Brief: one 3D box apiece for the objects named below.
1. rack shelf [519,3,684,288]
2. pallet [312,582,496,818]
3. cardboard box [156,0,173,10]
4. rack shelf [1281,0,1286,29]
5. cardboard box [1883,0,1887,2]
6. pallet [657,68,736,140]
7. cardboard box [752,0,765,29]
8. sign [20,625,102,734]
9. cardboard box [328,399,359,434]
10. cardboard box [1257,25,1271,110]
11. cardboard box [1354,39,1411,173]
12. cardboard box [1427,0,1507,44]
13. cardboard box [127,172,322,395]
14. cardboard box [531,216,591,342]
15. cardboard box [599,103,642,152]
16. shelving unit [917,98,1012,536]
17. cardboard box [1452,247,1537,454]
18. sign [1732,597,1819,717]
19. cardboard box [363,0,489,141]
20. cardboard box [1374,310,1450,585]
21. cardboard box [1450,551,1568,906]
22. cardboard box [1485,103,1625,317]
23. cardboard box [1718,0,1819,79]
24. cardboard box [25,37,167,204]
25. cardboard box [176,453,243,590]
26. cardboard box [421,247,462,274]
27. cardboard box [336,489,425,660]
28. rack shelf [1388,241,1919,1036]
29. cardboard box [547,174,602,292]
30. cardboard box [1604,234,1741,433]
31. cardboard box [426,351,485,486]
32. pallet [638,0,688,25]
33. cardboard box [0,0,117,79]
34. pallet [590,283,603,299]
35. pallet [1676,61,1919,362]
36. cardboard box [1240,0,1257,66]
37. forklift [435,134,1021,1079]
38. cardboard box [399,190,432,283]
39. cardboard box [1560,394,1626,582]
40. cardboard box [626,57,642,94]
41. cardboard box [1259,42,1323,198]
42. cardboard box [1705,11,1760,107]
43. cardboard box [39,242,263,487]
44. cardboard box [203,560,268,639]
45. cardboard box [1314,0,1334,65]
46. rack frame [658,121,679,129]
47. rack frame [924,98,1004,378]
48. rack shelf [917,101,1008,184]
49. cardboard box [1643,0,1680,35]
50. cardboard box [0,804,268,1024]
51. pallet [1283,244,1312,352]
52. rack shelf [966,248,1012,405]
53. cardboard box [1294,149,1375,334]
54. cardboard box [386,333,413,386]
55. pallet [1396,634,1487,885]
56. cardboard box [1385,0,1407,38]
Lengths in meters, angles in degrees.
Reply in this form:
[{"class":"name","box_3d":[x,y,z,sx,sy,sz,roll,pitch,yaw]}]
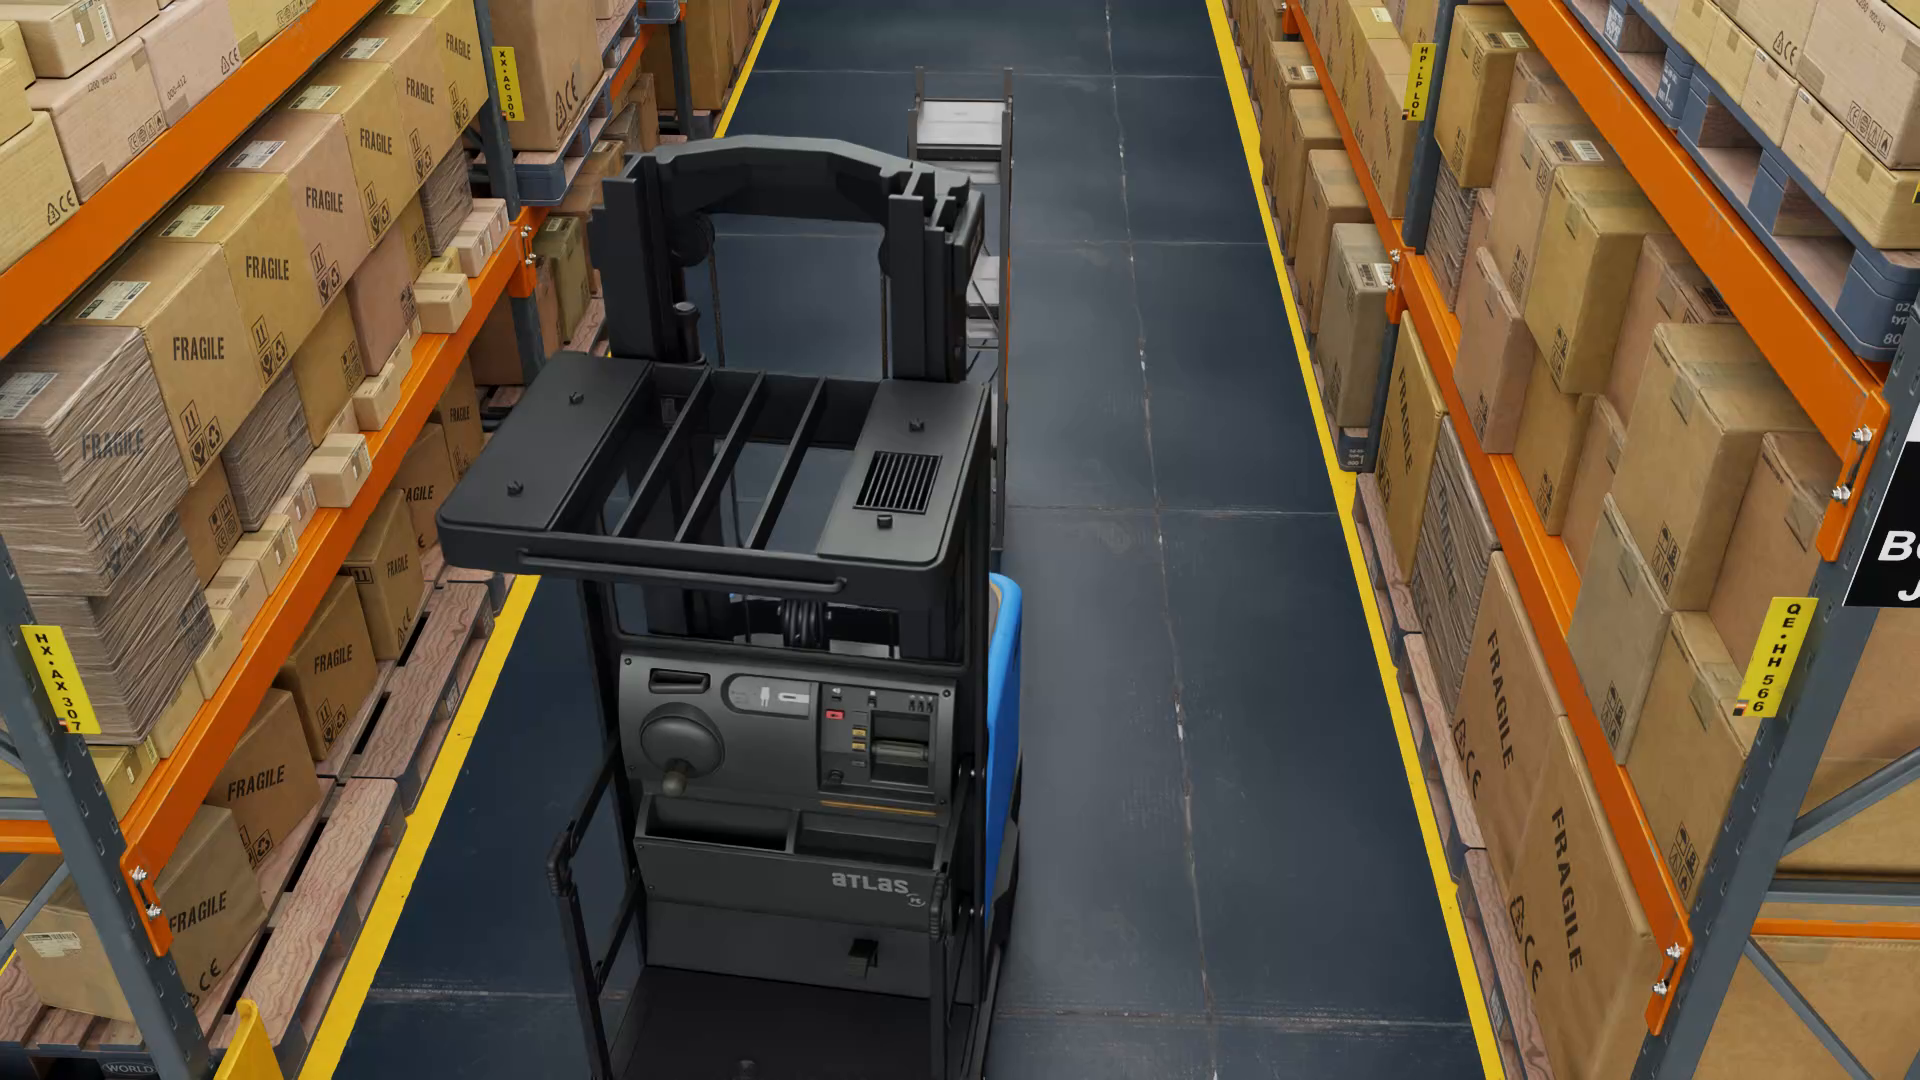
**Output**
[{"class":"rack shelf","box_3d":[-2.420,-2.480,9.295,1.077,0.370,4.000,1,35,2]},{"class":"pallet","box_3d":[-2.538,0.605,6.705,1.003,0.211,1.213,1,35,2]},{"class":"cardboard box","box_3d":[-2.333,-1.555,4.529,0.380,0.149,0.250,0,35,0]},{"class":"rack shelf","box_3d":[2.692,-4.605,12.320,1.077,0.370,4.000,1,35,2]},{"class":"cardboard box","box_3d":[1.977,-1.162,3.260,0.380,0.149,0.250,1,35,2]},{"class":"pallet","box_3d":[-2.233,-3.234,12.167,1.003,0.211,1.213,1,35,2]},{"class":"cardboard box","box_3d":[-2.207,-6.295,15.047,1.225,1.489,5.750,0,35,0]},{"class":"sign","box_3d":[-2.119,0.331,3.917,0.100,0.325,0.005,1,35,2]},{"class":"cardboard box","box_3d":[-2.377,-0.389,5.913,0.380,0.149,0.250,1,35,2]},{"class":"cardboard box","box_3d":[2.377,-3.284,11.622,0.500,0.500,0.500,1,35,2]},{"class":"cardboard box","box_3d":[2.226,-2.090,8.028,0.500,0.500,0.500,1,35,1]},{"class":"cardboard box","box_3d":[2.465,-2.188,7.298,0.700,0.500,0.500,1,35,1]},{"class":"cardboard box","box_3d":[-2.321,-0.783,5.040,0.500,0.500,0.500,1,35,2]},{"class":"cardboard box","box_3d":[-2.416,-1.408,8.936,0.700,0.500,0.500,1,35,2]},{"class":"cardboard box","box_3d":[-2.356,-2.376,10.314,0.700,0.500,0.500,-1,35,-2]},{"class":"shelving unit","box_3d":[5.825,-2.156,6.256,12.070,5.092,0.667,1,35,2]},{"class":"cardboard box","box_3d":[2.310,-0.677,5.975,0.875,0.550,0.550,1,35,2]},{"class":"sign","box_3d":[1.749,0.255,3.566,0.100,0.325,0.005,1,35,2]},{"class":"cardboard box","box_3d":[-2.244,-1.932,6.675,0.500,0.500,0.500,1,35,2]},{"class":"cardboard box","box_3d":[2.356,-0.395,7.186,0.875,0.875,0.875,2,35,3]},{"class":"cardboard box","box_3d":[2.285,0.646,5.704,0.875,0.875,0.875,1,35,1]},{"class":"cardboard box","box_3d":[2.337,-1.119,5.663,0.875,0.550,0.550,1,35,2]},{"class":"cardboard box","box_3d":[2.052,-1.230,3.702,0.500,0.250,0.500,1,35,2]},{"class":"cardboard box","box_3d":[-2.369,-1.060,4.171,0.500,0.250,0.500,1,35,1]},{"class":"cardboard box","box_3d":[-2.711,-0.095,4.931,0.875,0.500,0.500,1,35,2]},{"class":"cardboard box","box_3d":[-2.305,-1.106,6.934,0.380,0.149,0.250,1,35,2]},{"class":"cardboard box","box_3d":[-2.518,0.142,6.747,0.500,0.500,0.500,-2,35,-2]},{"class":"rack shelf","box_3d":[2.371,-0.009,5.780,1.077,0.370,4.000,1,35,2]},{"class":"cardboard box","box_3d":[-2.394,-1.730,9.394,0.730,0.500,0.544,1,35,1]},{"class":"cardboard box","box_3d":[2.432,-0.506,4.792,0.875,0.550,0.550,1,35,2]},{"class":"cardboard box","box_3d":[-2.557,-0.545,7.726,0.500,0.500,0.500,0,35,0]},{"class":"pallet","box_3d":[-2.262,-3.433,10.193,1.213,0.211,1.003,1,35,2]},{"class":"cardboard box","box_3d":[-2.343,-1.258,4.107,0.380,0.149,0.250,3,35,4]},{"class":"pallet","box_3d":[-2.425,-1.634,9.892,1.003,0.211,1.213,1,35,2]},{"class":"pallet","box_3d":[2.310,-0.772,3.708,1.003,0.211,1.213,1,35,2]},{"class":"cardboard box","box_3d":[2.407,-3.886,12.480,0.500,0.500,0.500,0,35,0]},{"class":"forklift","box_3d":[-0.509,0.591,4.359,1.121,2.935,3.031,5,35,7]},{"class":"cardboard box","box_3d":[-2.636,-1.244,6.566,0.875,0.500,0.500,1,35,2]},{"class":"cardboard box","box_3d":[2.409,-0.065,5.104,0.875,0.550,0.550,1,35,2]},{"class":"cardboard box","box_3d":[-2.337,-3.002,10.551,0.500,0.250,0.500,3,35,4]},{"class":"cardboard box","box_3d":[2.498,-2.654,10.509,1.050,0.750,0.750,1,35,1]},{"class":"cardboard box","box_3d":[1.997,-1.128,3.904,0.380,0.149,0.250,2,35,2]},{"class":"cardboard box","box_3d":[-2.340,-0.495,4.631,0.500,0.500,0.500,1,35,2]},{"class":"cardboard box","box_3d":[-2.368,0.187,5.094,0.380,0.149,0.250,1,35,2]},{"class":"cardboard box","box_3d":[2.286,-2.958,9.263,0.500,0.500,0.500,1,35,2]},{"class":"rack frame","box_3d":[-2.337,-3.923,10.723,0.949,2.616,0.053,1,35,2]},{"class":"rack frame","box_3d":[0.018,-1.094,7.481,0.380,1.831,0.006,1,35,2]},{"class":"rack shelf","box_3d":[0.007,-1.628,6.808,0.368,0.174,0.457,1,35,2]},{"class":"cardboard box","box_3d":[2.017,-1.420,4.320,0.380,0.149,0.250,2,35,2]},{"class":"cardboard box","box_3d":[-2.619,1.166,5.291,0.500,0.500,0.500,8,36,11]},{"class":"pallet","box_3d":[2.453,-1.459,9.643,1.003,0.211,1.213,1,35,2]},{"class":"rack shelf","box_3d":[0.007,-0.943,7.289,0.431,0.518,0.480,1,35,2]},{"class":"cardboard box","box_3d":[2.429,-1.617,9.033,1.050,0.750,0.750,1,35,2]},{"class":"cardboard box","box_3d":[-2.315,-0.675,6.320,0.380,0.149,0.250,1,35,2]},{"class":"pallet","box_3d":[2.296,0.826,6.391,1.003,0.211,1.213,1,35,2]},{"class":"cardboard box","box_3d":[2.505,-2.774,8.131,0.700,0.500,0.500,2,35,2]}]
